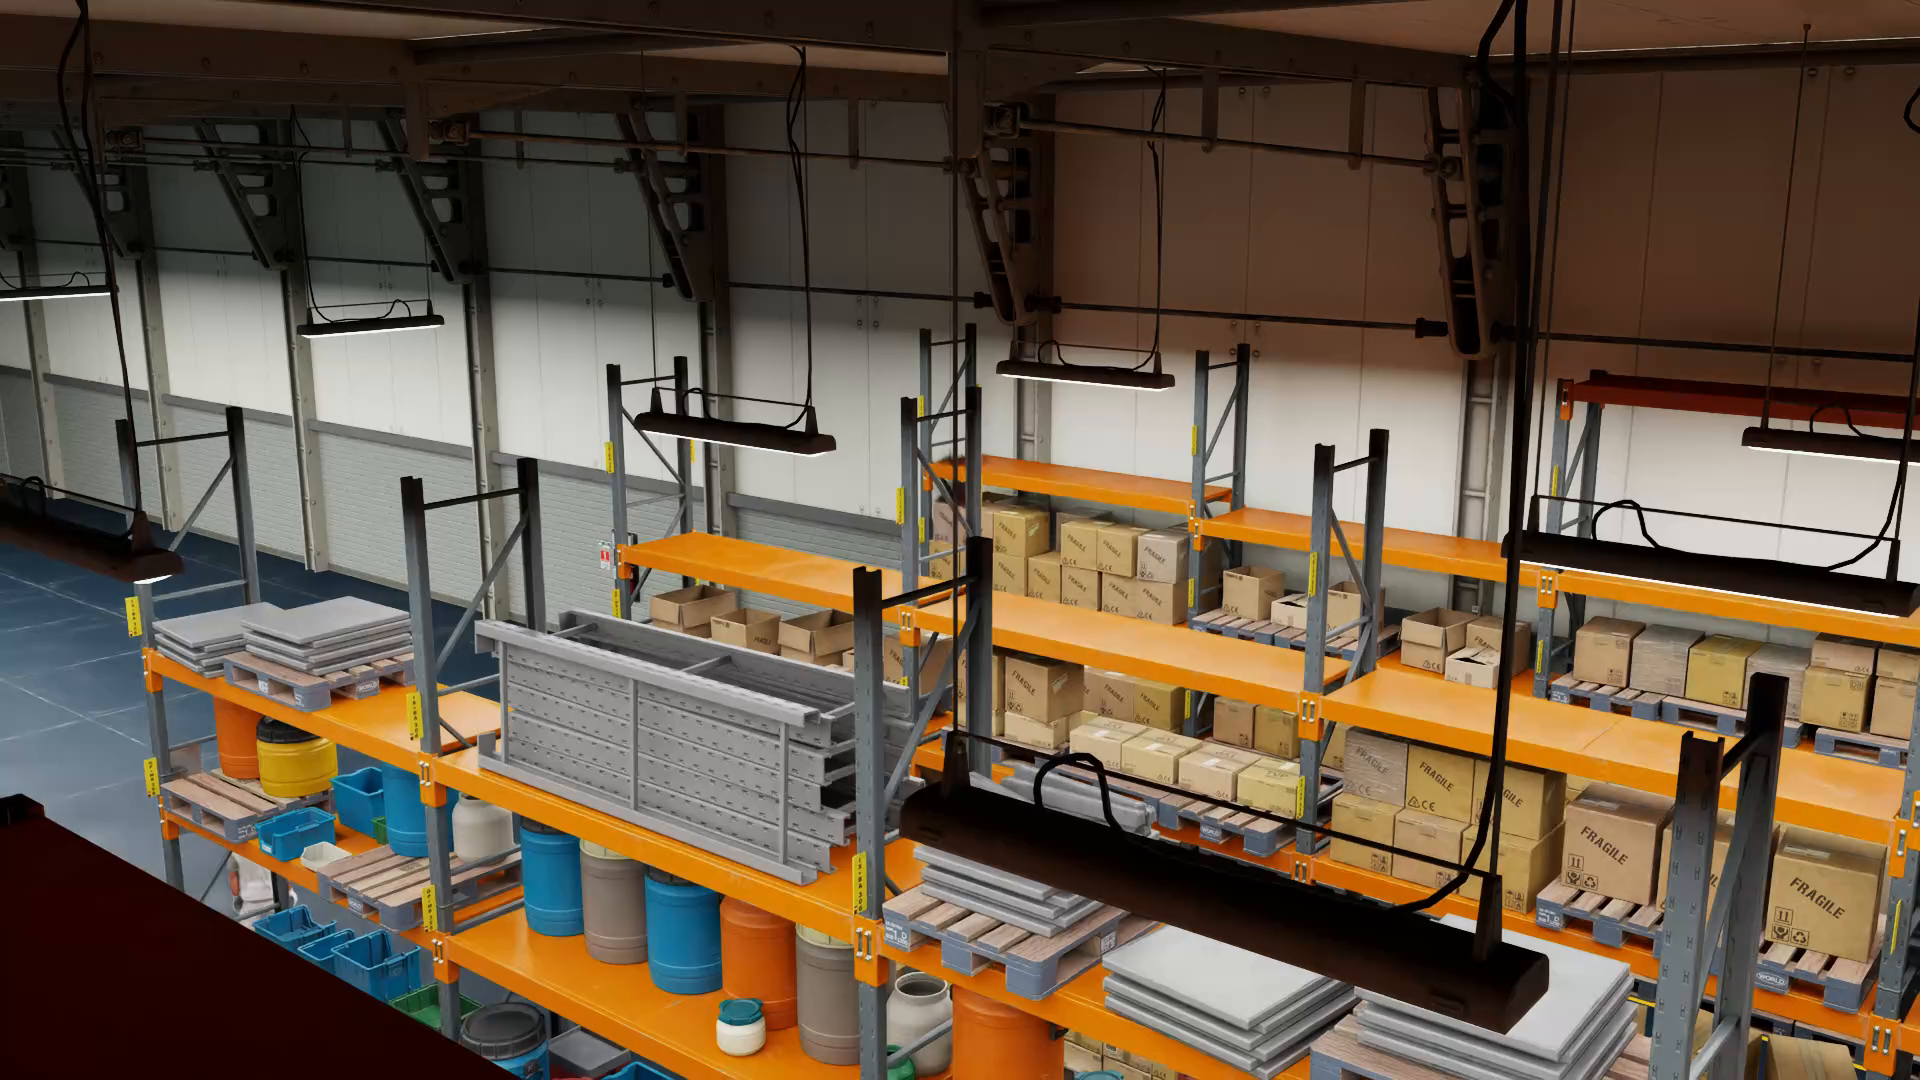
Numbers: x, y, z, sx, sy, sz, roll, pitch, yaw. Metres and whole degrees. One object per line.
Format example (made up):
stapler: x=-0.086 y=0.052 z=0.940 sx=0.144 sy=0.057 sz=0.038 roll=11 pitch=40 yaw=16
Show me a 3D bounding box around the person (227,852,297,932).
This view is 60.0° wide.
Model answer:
person: x=-6.912 y=3.535 z=16.502 sx=0.602 sy=1.795 sz=0.404 roll=-5 pitch=13 yaw=-20
